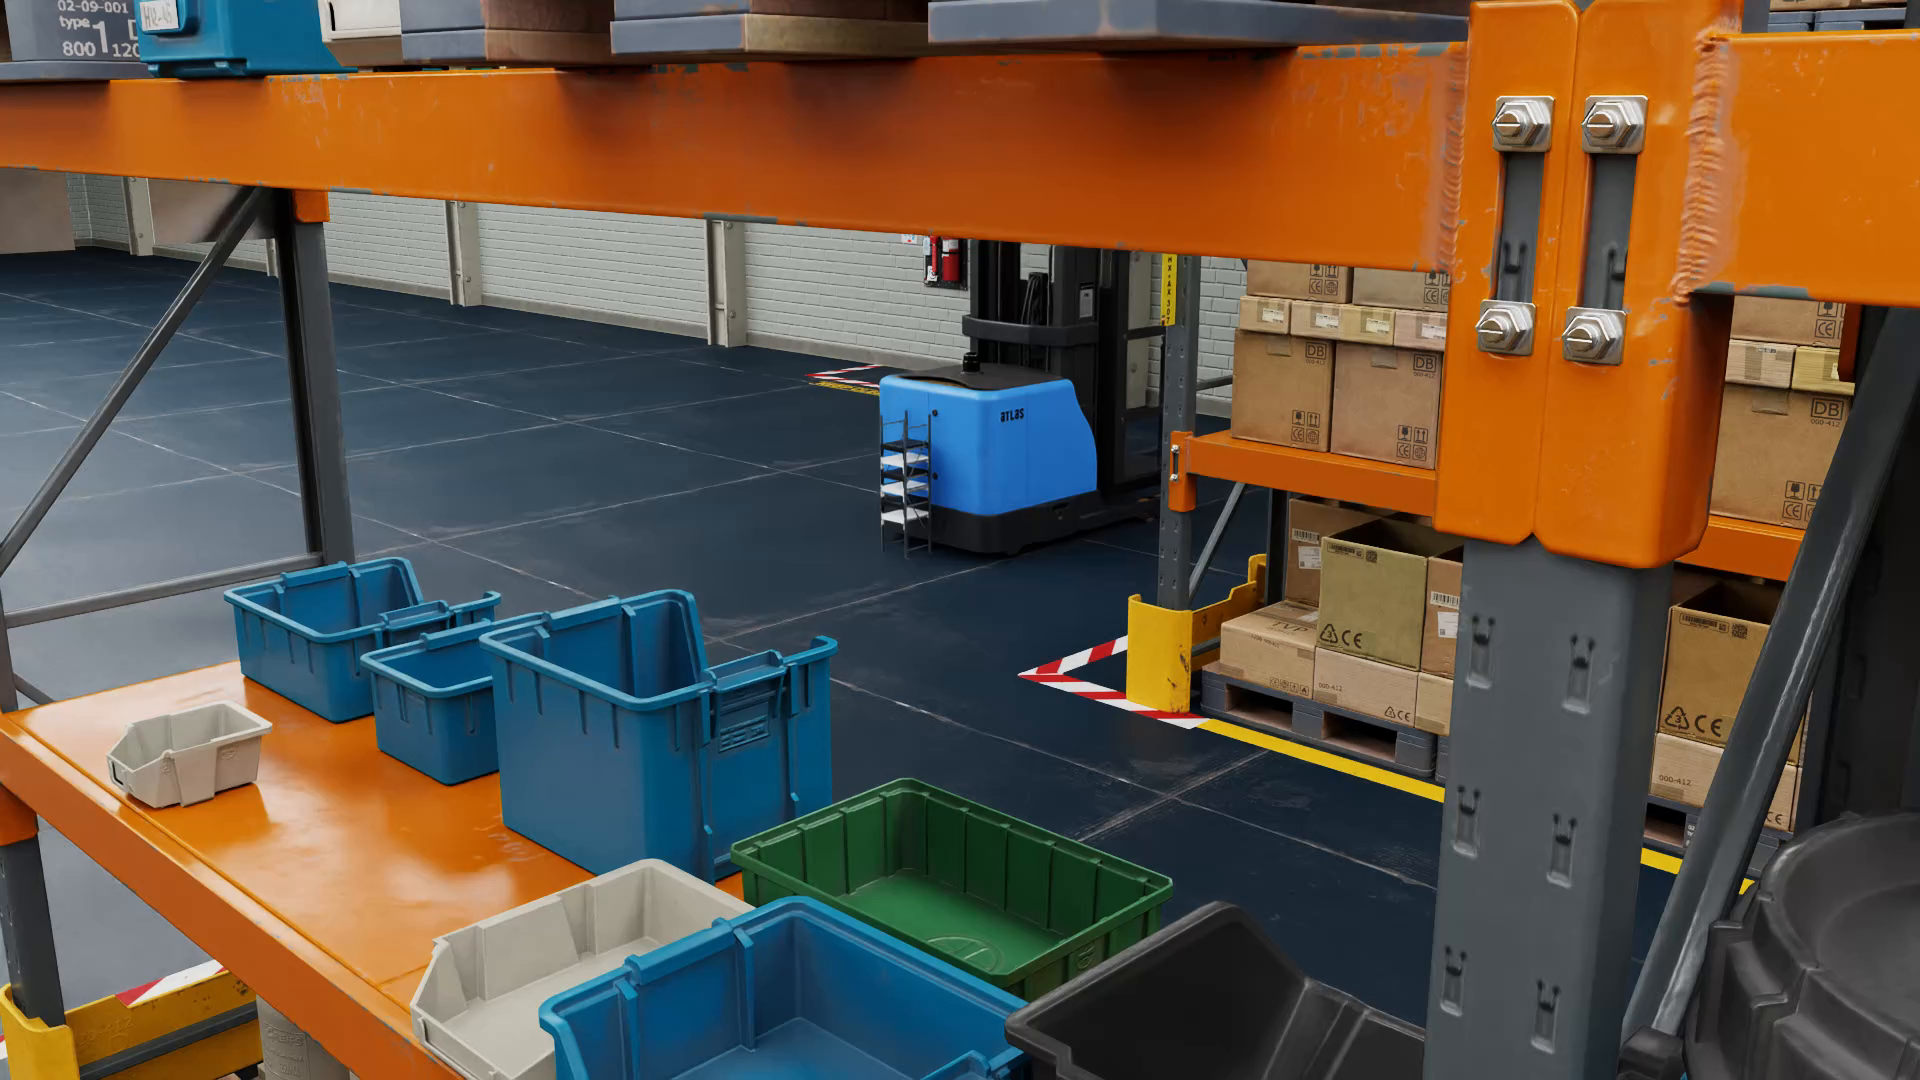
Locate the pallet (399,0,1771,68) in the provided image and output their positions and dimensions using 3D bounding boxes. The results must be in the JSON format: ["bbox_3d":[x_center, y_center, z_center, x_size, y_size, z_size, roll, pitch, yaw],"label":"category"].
[{"bbox_3d":[0.171,-0.631,1.831,1.003,0.211,1.213,14,20,42],"label":"pallet"}]

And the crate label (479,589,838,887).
[{"bbox_3d":[-0.609,0.393,3.403,0.616,0.435,0.502,14,20,42],"label":"crate label"}]

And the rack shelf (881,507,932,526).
[{"bbox_3d":[-0.339,-0.138,10.523,0.200,0.077,0.258,13,20,41],"label":"rack shelf"}]

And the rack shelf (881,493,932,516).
[{"bbox_3d":[-0.339,-0.225,10.500,0.200,0.077,0.258,13,20,41],"label":"rack shelf"}]

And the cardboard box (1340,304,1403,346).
[{"bbox_3d":[1.823,-0.926,7.051,0.250,0.149,0.380,14,20,42],"label":"cardboard box"}]

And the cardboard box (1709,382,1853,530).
[{"bbox_3d":[3.132,-0.365,6.187,0.500,0.500,0.700,14,20,43],"label":"cardboard box"}]

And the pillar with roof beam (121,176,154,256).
[{"bbox_3d":[-18.725,-9.067,27.884,0.400,9.000,9.100,14,20,42],"label":"pillar with roof beam"}]

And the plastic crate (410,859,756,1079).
[{"bbox_3d":[-0.587,0.727,2.716,0.437,0.136,0.530,14,20,42],"label":"plastic crate"}]

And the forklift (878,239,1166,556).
[{"bbox_3d":[0.851,-1.619,11.332,1.130,2.935,3.031,14,20,42],"label":"forklift"}]

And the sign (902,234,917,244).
[{"bbox_3d":[-0.539,-3.317,17.644,0.234,0.329,0.001,14,20,42],"label":"sign"}]

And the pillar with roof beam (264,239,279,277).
[{"bbox_3d":[-14.406,-8.017,23.854,0.400,9.000,9.100,14,20,42],"label":"pillar with roof beam"}]

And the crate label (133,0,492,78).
[{"bbox_3d":[-1.003,-0.854,2.608,0.408,0.251,0.502,14,20,42],"label":"crate label"}]

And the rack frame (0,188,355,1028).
[{"bbox_3d":[-2.121,0.138,4.455,0.127,3.000,1.000,14,20,42],"label":"rack frame"}]

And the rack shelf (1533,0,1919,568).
[{"bbox_3d":[2.198,0.084,0.138,4.000,0.370,1.077,14,20,42],"label":"rack shelf"}]

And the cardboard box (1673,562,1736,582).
[{"bbox_3d":[3.001,0.304,6.951,0.500,0.500,0.500,14,20,42],"label":"cardboard box"}]

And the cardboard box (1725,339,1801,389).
[{"bbox_3d":[2.941,-0.654,6.009,0.380,0.149,0.250,-14,20,-43],"label":"cardboard box"}]

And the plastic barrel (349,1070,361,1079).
[{"bbox_3d":[-1.234,1.327,3.990,0.421,0.512,0.421,0,15,0],"label":"plastic barrel"}]

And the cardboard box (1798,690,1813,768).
[{"bbox_3d":[3.362,0.573,5.919,0.500,0.500,0.500,14,20,42],"label":"cardboard box"}]

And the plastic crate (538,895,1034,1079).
[{"bbox_3d":[-0.227,0.765,2.341,0.616,0.251,0.499,14,20,42],"label":"plastic crate"}]

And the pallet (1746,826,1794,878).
[{"bbox_3d":[3.656,1.142,6.131,1.213,0.211,1.003,14,20,42],"label":"pallet"}]

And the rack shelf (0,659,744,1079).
[{"bbox_3d":[-0.682,0.836,3.203,4.000,0.370,1.077,14,20,42],"label":"rack shelf"}]

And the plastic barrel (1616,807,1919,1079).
[{"bbox_3d":[0.826,0.718,1.235,0.708,0.901,0.600,14,20,42],"label":"plastic barrel"}]

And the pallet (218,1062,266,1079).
[{"bbox_3d":[-1.453,1.635,4.239,1.213,0.211,1.003,14,20,42],"label":"pallet"}]

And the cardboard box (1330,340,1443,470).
[{"bbox_3d":[2.028,-0.634,7.219,0.700,0.500,0.500,-14,20,-43],"label":"cardboard box"}]

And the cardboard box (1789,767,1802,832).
[{"bbox_3d":[3.360,0.936,6.012,0.500,0.250,0.500,14,20,42],"label":"cardboard box"}]

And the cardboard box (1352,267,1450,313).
[{"bbox_3d":[2.067,-1.253,7.020,0.500,0.500,0.700,13,19,41],"label":"cardboard box"}]

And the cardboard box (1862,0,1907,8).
[{"bbox_3d":[3.141,-1.823,5.419,0.250,0.149,0.380,14,20,42],"label":"cardboard box"}]

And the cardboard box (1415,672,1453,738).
[{"bbox_3d":[2.273,0.675,7.012,0.500,0.250,0.500,14,20,42],"label":"cardboard box"}]

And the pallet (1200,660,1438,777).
[{"bbox_3d":[1.899,0.715,7.770,1.213,0.211,1.003,14,20,42],"label":"pallet"}]

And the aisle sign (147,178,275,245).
[{"bbox_3d":[-1.967,-1.187,4.383,0.004,0.787,0.394,14,20,42],"label":"aisle sign"}]

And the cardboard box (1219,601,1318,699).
[{"bbox_3d":[1.551,0.501,7.682,0.500,0.250,0.500,14,20,42],"label":"cardboard box"}]

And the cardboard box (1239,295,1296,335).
[{"bbox_3d":[1.452,-1.015,7.395,0.250,0.149,0.380,13,20,42],"label":"cardboard box"}]

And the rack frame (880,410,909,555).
[{"bbox_3d":[-0.414,-0.362,10.536,0.006,0.900,0.240,13,20,41],"label":"rack frame"}]

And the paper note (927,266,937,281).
[{"bbox_3d":[-0.292,-2.802,17.484,0.142,0.148,0.016,14,20,42],"label":"paper note"}]

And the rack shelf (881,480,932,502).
[{"bbox_3d":[-0.339,-0.312,10.477,0.200,0.077,0.258,13,20,41],"label":"rack shelf"}]

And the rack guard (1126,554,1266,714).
[{"bbox_3d":[1.302,0.445,8.235,0.348,0.500,1.175,14,20,42],"label":"rack guard"}]

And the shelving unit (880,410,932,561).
[{"bbox_3d":[-0.339,-0.344,10.469,0.210,0.900,0.258,13,20,41],"label":"shelving unit"}]
